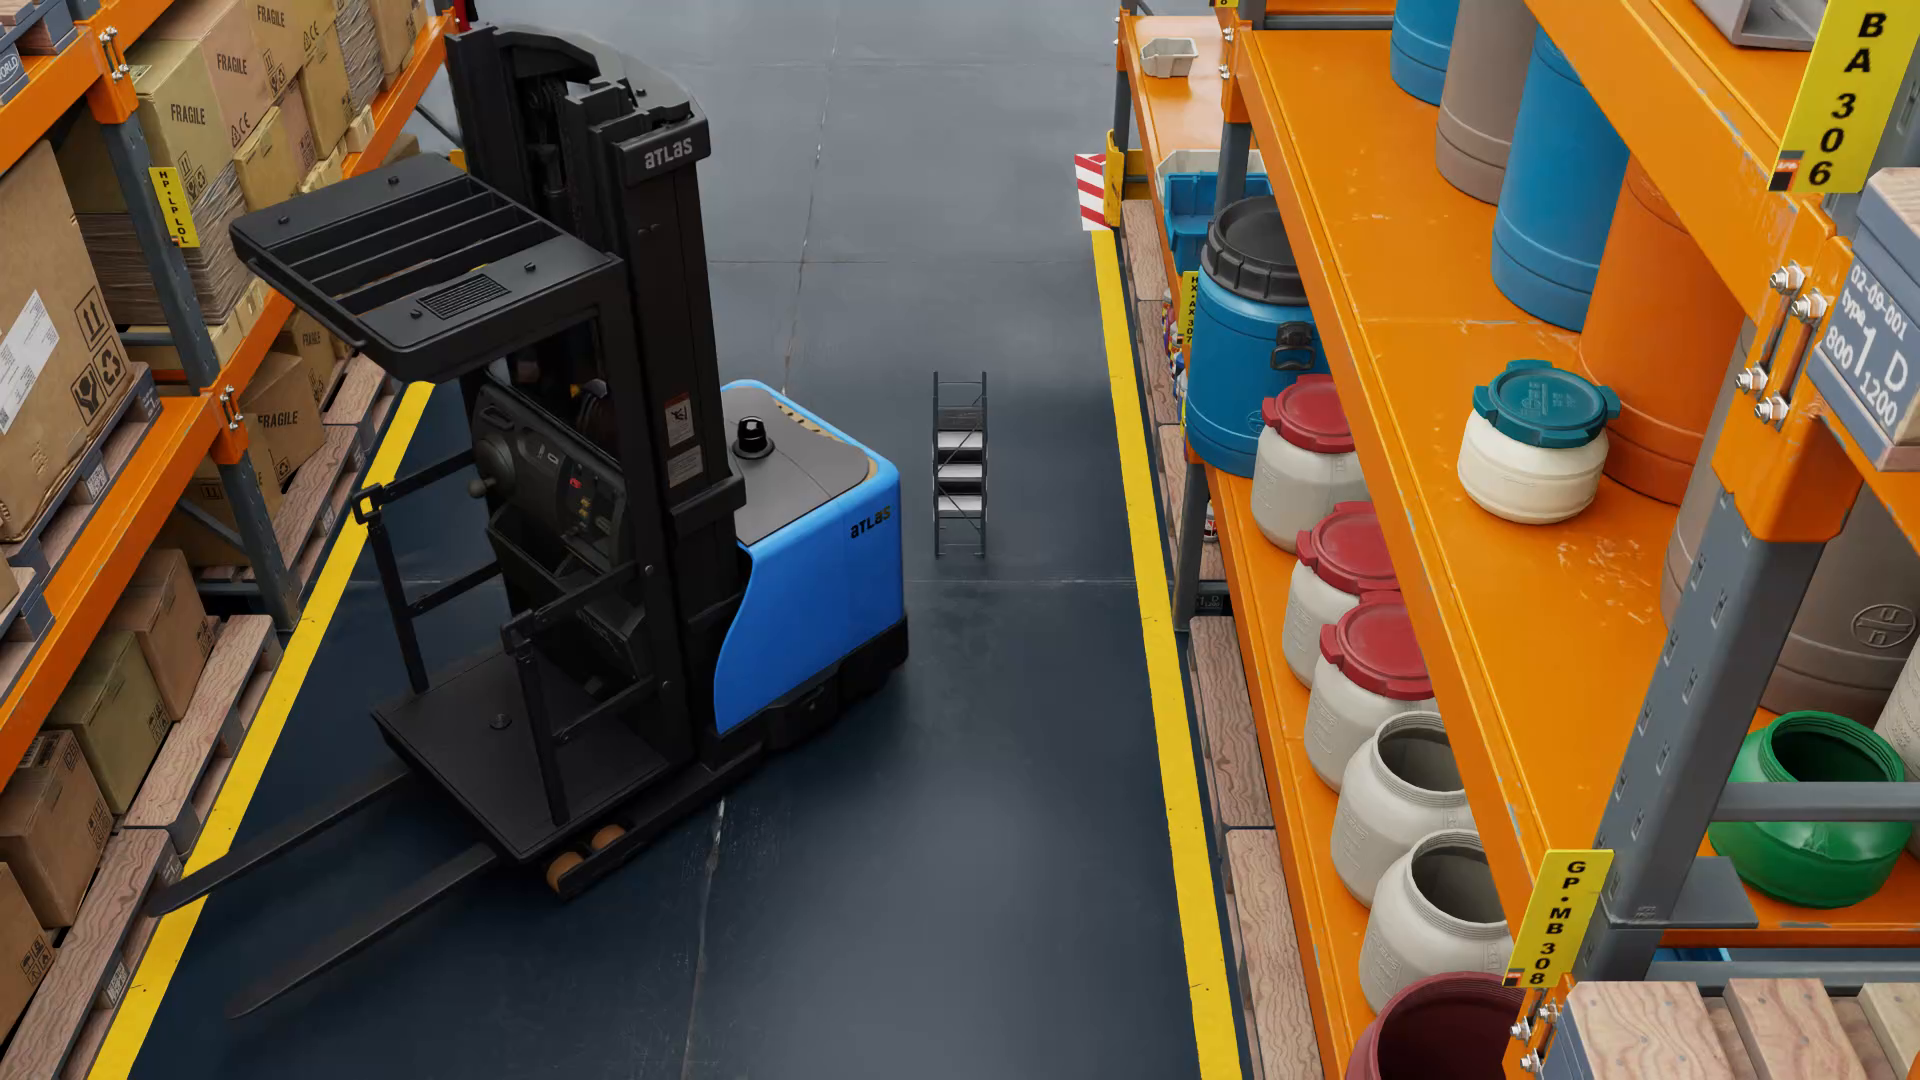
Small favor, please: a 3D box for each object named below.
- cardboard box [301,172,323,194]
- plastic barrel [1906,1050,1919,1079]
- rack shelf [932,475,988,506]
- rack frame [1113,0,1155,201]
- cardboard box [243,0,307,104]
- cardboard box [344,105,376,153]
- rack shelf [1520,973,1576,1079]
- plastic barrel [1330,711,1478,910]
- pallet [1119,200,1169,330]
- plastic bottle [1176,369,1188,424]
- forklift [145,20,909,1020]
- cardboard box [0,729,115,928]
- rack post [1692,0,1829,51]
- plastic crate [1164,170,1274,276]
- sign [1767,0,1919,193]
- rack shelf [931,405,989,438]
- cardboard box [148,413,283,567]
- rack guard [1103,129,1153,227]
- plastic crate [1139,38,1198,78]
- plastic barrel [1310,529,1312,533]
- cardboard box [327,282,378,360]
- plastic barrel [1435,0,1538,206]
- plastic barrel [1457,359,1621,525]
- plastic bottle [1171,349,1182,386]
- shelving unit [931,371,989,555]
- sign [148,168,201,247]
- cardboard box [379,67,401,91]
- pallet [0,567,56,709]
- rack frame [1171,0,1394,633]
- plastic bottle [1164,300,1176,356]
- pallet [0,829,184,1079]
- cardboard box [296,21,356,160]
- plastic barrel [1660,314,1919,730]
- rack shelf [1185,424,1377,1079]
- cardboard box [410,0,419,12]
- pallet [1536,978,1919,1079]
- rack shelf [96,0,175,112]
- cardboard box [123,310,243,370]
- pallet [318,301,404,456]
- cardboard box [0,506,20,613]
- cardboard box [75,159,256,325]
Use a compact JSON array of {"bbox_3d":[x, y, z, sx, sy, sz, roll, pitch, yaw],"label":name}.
[{"bbox_3d":[-3.218,-1.606,7.802,0.380,0.149,0.250,0,39,0],"label":"cardboard box"},{"bbox_3d":[1.463,0.563,1.817,0.600,0.830,0.708,0,39,0],"label":"plastic barrel"},{"bbox_3d":[0.000,-0.250,7.785,0.258,0.077,0.200,0,39,0],"label":"rack shelf"},{"bbox_3d":[1.456,-3.293,9.706,1.000,3.000,0.127,0,39,0],"label":"rack frame"},{"bbox_3d":[-3.241,-2.240,7.275,0.500,0.500,0.500,0,39,0],"label":"cardboard box"},{"bbox_3d":[-3.184,-2.075,8.387,0.380,0.149,0.250,0,39,0],"label":"cardboard box"},{"bbox_3d":[1.467,2.071,1.189,1.077,0.370,4.000,0,39,0],"label":"rack shelf"},{"bbox_3d":[1.250,0.760,4.560,0.421,0.512,0.421,0,39,0],"label":"plastic barrel"},{"bbox_3d":[1.499,-1.649,9.885,1.003,0.211,1.213,0,39,0],"label":"pallet"},{"bbox_3d":[1.175,-0.726,8.330,0.152,0.276,0.135,1,39,1],"label":"plastic bottle"},{"bbox_3d":[-1.627,-0.162,5.854,3.031,2.935,1.130,-32,48,-33],"label":"forklift"},{"bbox_3d":[-3.531,1.048,5.936,0.700,0.500,0.500,-3,39,-4],"label":"cardboard box"},{"bbox_3d":[1.549,-1.979,3.109,1.013,1.000,3.121,0,39,0],"label":"rack post"},{"bbox_3d":[1.188,-1.425,7.494,0.499,0.251,0.616,0,39,0],"label":"plastic crate"},{"bbox_3d":[0.915,-0.500,1.682,0.100,0.325,0.005,0,39,0],"label":"sign"},{"bbox_3d":[0.000,-0.531,7.560,0.258,0.077,0.200,0,39,0],"label":"rack shelf"},{"bbox_3d":[-3.453,-0.227,7.543,0.500,0.500,0.500,-1,39,-1],"label":"cardboard box"},{"bbox_3d":[1.503,-2.270,10.428,1.175,0.500,0.348,0,39,0],"label":"rack guard"},{"bbox_3d":[1.135,-2.630,9.090,0.298,0.136,0.250,0,39,0],"label":"plastic crate"},{"bbox_3d":[1.309,0.090,5.595,0.301,0.262,0.301,0,39,0],"label":"plastic barrel"},{"bbox_3d":[-3.496,-1.322,8.910,0.500,0.500,0.500,3,39,4],"label":"cardboard box"},{"bbox_3d":[1.679,-1.431,4.583,0.600,0.901,0.600,0,39,0],"label":"plastic barrel"},{"bbox_3d":[1.230,-0.202,3.561,0.301,0.262,0.301,0,39,0],"label":"plastic barrel"},{"bbox_3d":[1.147,-0.900,8.606,0.097,0.201,0.097,0,39,0],"label":"plastic bottle"},{"bbox_3d":[0.000,-0.346,7.708,0.258,0.900,0.210,0,39,0],"label":"shelving unit"},{"bbox_3d":[-2.937,-1.242,6.221,0.100,0.325,0.005,0,39,0],"label":"sign"},{"bbox_3d":[-3.254,-2.544,8.973,0.380,0.149,0.250,0,39,0],"label":"cardboard box"},{"bbox_3d":[-3.531,0.550,5.063,1.003,0.211,1.213,0,39,0],"label":"pallet"},{"bbox_3d":[1.460,-0.792,6.585,1.000,3.000,0.127,0,39,0],"label":"rack frame"},{"bbox_3d":[1.128,-1.129,8.826,0.061,0.283,0.133,1,39,1],"label":"plastic bottle"},{"bbox_3d":[-3.486,1.552,5.890,1.003,0.211,1.213,0,39,0],"label":"pallet"},{"bbox_3d":[-3.457,-2.163,7.978,0.875,0.500,0.500,0,39,0],"label":"cardboard box"},{"bbox_3d":[1.681,-0.170,3.009,0.600,0.901,0.600,0,39,0],"label":"plastic barrel"},{"bbox_3d":[1.463,0.740,5.249,1.077,0.370,4.000,0,39,0],"label":"rack shelf"},{"bbox_3d":[-3.524,-3.100,9.148,0.875,0.500,0.500,0,39,0],"label":"cardboard box"},{"bbox_3d":[1.368,1.091,1.987,1.003,0.211,1.213,0,39,0],"label":"pallet"},{"bbox_3d":[-3.495,-2.928,7.428,1.077,0.370,4.000,0,39,0],"label":"rack shelf"},{"bbox_3d":[-3.192,-0.825,6.827,0.380,0.149,0.250,0,39,0],"label":"cardboard box"},{"bbox_3d":[-3.533,-0.885,8.931,1.003,0.211,1.213,0,39,0],"label":"pallet"},{"bbox_3d":[-3.398,0.092,5.064,0.797,0.503,0.637,4,39,5],"label":"cardboard box"},{"bbox_3d":[-3.431,-1.225,6.807,0.875,0.500,0.500,0,39,0],"label":"cardboard box"}]
